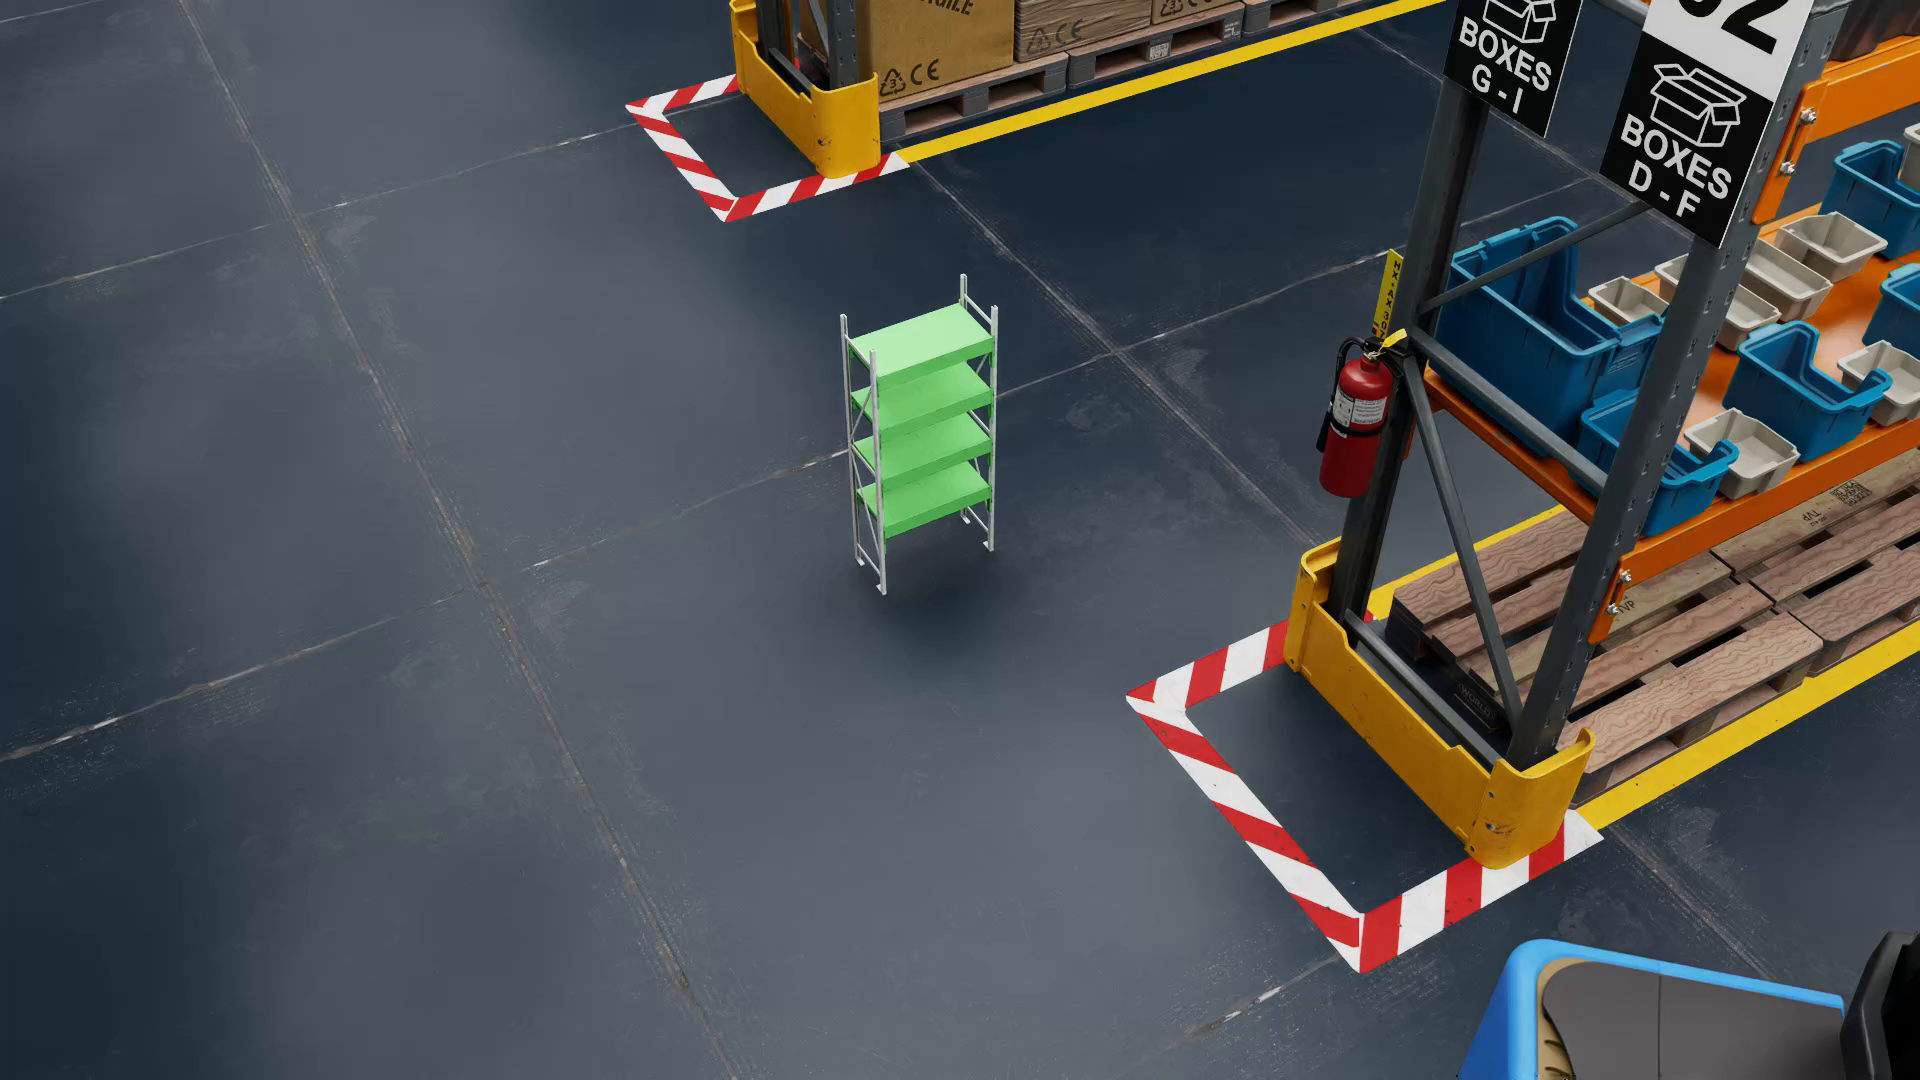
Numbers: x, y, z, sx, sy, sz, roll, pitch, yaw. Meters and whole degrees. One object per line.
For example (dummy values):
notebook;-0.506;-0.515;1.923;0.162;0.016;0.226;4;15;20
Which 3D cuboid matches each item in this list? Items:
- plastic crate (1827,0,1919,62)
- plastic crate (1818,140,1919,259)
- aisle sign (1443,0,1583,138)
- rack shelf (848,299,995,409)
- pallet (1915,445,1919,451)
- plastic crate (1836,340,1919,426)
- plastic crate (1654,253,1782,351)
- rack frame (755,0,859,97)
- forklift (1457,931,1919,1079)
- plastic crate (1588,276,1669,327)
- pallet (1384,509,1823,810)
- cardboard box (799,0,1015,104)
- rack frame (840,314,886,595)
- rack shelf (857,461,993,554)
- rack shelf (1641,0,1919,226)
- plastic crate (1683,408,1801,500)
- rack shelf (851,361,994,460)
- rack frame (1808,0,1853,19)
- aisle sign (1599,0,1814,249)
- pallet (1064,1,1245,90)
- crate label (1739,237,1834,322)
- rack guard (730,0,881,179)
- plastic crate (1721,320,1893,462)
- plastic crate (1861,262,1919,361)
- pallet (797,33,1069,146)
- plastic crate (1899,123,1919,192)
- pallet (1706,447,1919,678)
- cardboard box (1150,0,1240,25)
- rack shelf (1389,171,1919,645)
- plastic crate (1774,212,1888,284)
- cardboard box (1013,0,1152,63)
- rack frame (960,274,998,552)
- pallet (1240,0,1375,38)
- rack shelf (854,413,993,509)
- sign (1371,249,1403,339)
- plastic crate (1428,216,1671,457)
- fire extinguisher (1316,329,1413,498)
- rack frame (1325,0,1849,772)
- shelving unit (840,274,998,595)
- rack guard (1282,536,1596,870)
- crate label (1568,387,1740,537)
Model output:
plastic crate;2.125;-1.372;3.949;0.590;0.269;0.497;-22;48;-21
plastic crate;3.305;-1.206;5.916;0.300;0.233;0.416;-22;48;-21
aisle sign;1.444;-1.462;4.236;0.004;0.787;0.394;-22;48;-21
rack shelf;-0.144;-0.672;5.983;0.480;0.148;0.258;-22;48;-21
pallet;4.502;-0.485;7.099;1.213;0.211;1.003;-22;48;-21
plastic crate;2.938;-0.487;5.244;0.298;0.136;0.250;-22;48;-21
plastic crate;2.527;-0.788;5.554;0.243;0.136;0.396;-22;48;-21
rack frame;-0.815;-3.368;8.066;0.127;3.000;1.000;-22;48;-21
forklift;2.739;1.277;3.330;3.031;2.935;1.130;9;45;10
plastic crate;2.269;-0.696;5.460;0.243;0.136;0.396;-22;48;-21
pallet;2.386;0.361;6.226;1.213;0.211;1.003;-22;48;-21
cardboard box;-0.300;-3.026;8.939;0.875;0.875;0.875;-22;48;-21
rack frame;-0.355;-0.288;6.186;0.015;1.200;0.240;-22;48;-21
rack shelf;-0.144;-0.155;6.485;0.480;0.148;0.258;-22;48;-21
rack shelf;3.386;-1.889;4.905;4.000;0.370;1.077;-22;48;-21
plastic crate;2.349;-0.252;5.002;0.298;0.136;0.250;-22;48;-21
rack shelf;-0.144;-0.500;6.150;0.480;0.148;0.258;-22;48;-21
rack frame;1.652;-2.530;2.895;0.127;3.000;1.000;-22;48;-21
aisle sign;1.738;-1.105;3.868;0.004;0.787;0.394;-22;48;-21
pallet;0.895;-3.112;9.805;1.213;0.211;1.003;-22;48;-21
crate label;2.757;-0.899;5.669;0.243;0.136;0.396;-22;48;-21
rack guard;-0.836;-2.462;8.928;0.348;0.500;1.175;-22;48;-21
plastic crate;2.601;-0.453;5.141;0.300;0.233;0.416;-22;48;-21
plastic crate;3.172;-0.682;5.376;0.300;0.233;0.416;-22;48;-21
pallet;-0.161;-2.692;9.372;1.213;0.211;1.003;-22;48;-21
plastic crate;3.705;-1.325;6.004;0.530;0.282;0.437;-22;48;-21
pallet;3.443;-0.059;6.659;1.213;0.211;1.003;-22;48;-21
cardboard box;1.260;-3.651;9.582;0.875;0.875;0.875;-22;48;-21
rack shelf;3.386;-0.812;5.950;4.000;0.370;1.077;-22;48;-21
plastic crate;3.004;-1.013;5.786;0.250;0.136;0.298;-22;48;-21
cardboard box;0.489;-3.342;9.264;0.875;0.875;0.875;-22;48;-21
rack frame;0.068;-0.458;6.360;0.015;1.200;0.240;-22;48;-21
pallet;1.955;-3.538;10.244;1.213;0.211;1.003;-22;48;-21
rack shelf;-0.144;-0.327;6.317;0.480;0.148;0.258;-22;48;-21
sign;1.364;-0.762;5.264;0.005;0.325;0.100;-22;48;-21
plastic crate;1.849;-0.640;5.187;0.499;0.435;0.616;-22;48;-21
fire extinguisher;1.295;-0.437;5.370;0.183;0.674;0.296;-22;48;-21
rack frame;1.652;-0.377;4.984;0.127;3.000;1.000;-22;48;-21
shelving unit;-0.144;-0.373;6.273;0.503;1.200;0.258;-22;48;-21
rack guard;1.638;0.536;5.838;0.348;0.500;1.175;-22;48;-21
crate label;2.030;-0.225;4.905;0.303;0.233;0.416;-22;48;-21
